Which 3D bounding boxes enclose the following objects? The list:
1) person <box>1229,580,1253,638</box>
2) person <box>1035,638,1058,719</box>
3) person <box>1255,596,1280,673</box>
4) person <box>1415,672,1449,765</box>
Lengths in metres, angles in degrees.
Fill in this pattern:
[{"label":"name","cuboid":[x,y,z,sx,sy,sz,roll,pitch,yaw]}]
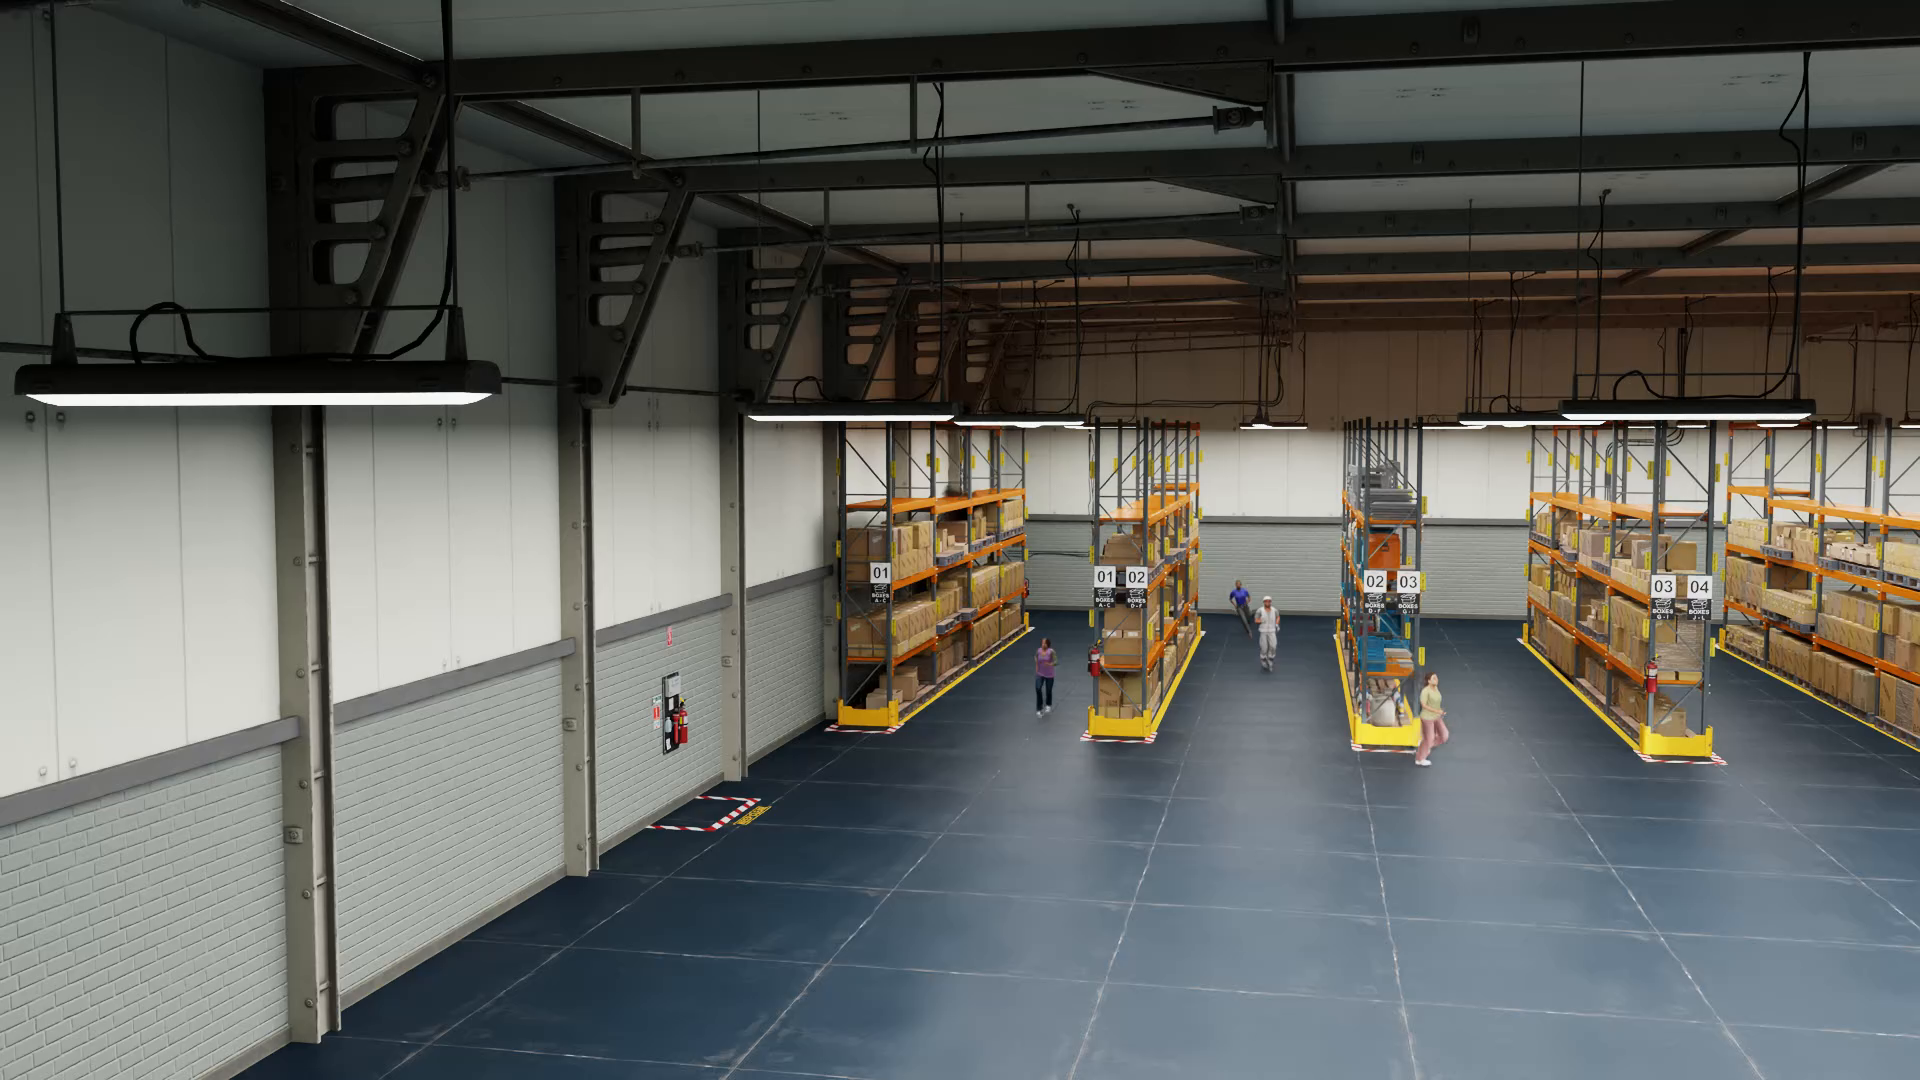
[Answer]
[{"label":"person","cuboid":[7.869,1.919,46.608,0.628,1.593,0.767,0,4,-2]},{"label":"person","cuboid":[1.741,2.764,33.488,0.514,1.629,0.761,1,4,12]},{"label":"person","cuboid":[7.361,2.249,39.769,0.632,1.824,0.705,0,4,2]},{"label":"person","cuboid":[8.094,3.059,28.471,0.599,1.619,0.610,-3,5,-41]}]
